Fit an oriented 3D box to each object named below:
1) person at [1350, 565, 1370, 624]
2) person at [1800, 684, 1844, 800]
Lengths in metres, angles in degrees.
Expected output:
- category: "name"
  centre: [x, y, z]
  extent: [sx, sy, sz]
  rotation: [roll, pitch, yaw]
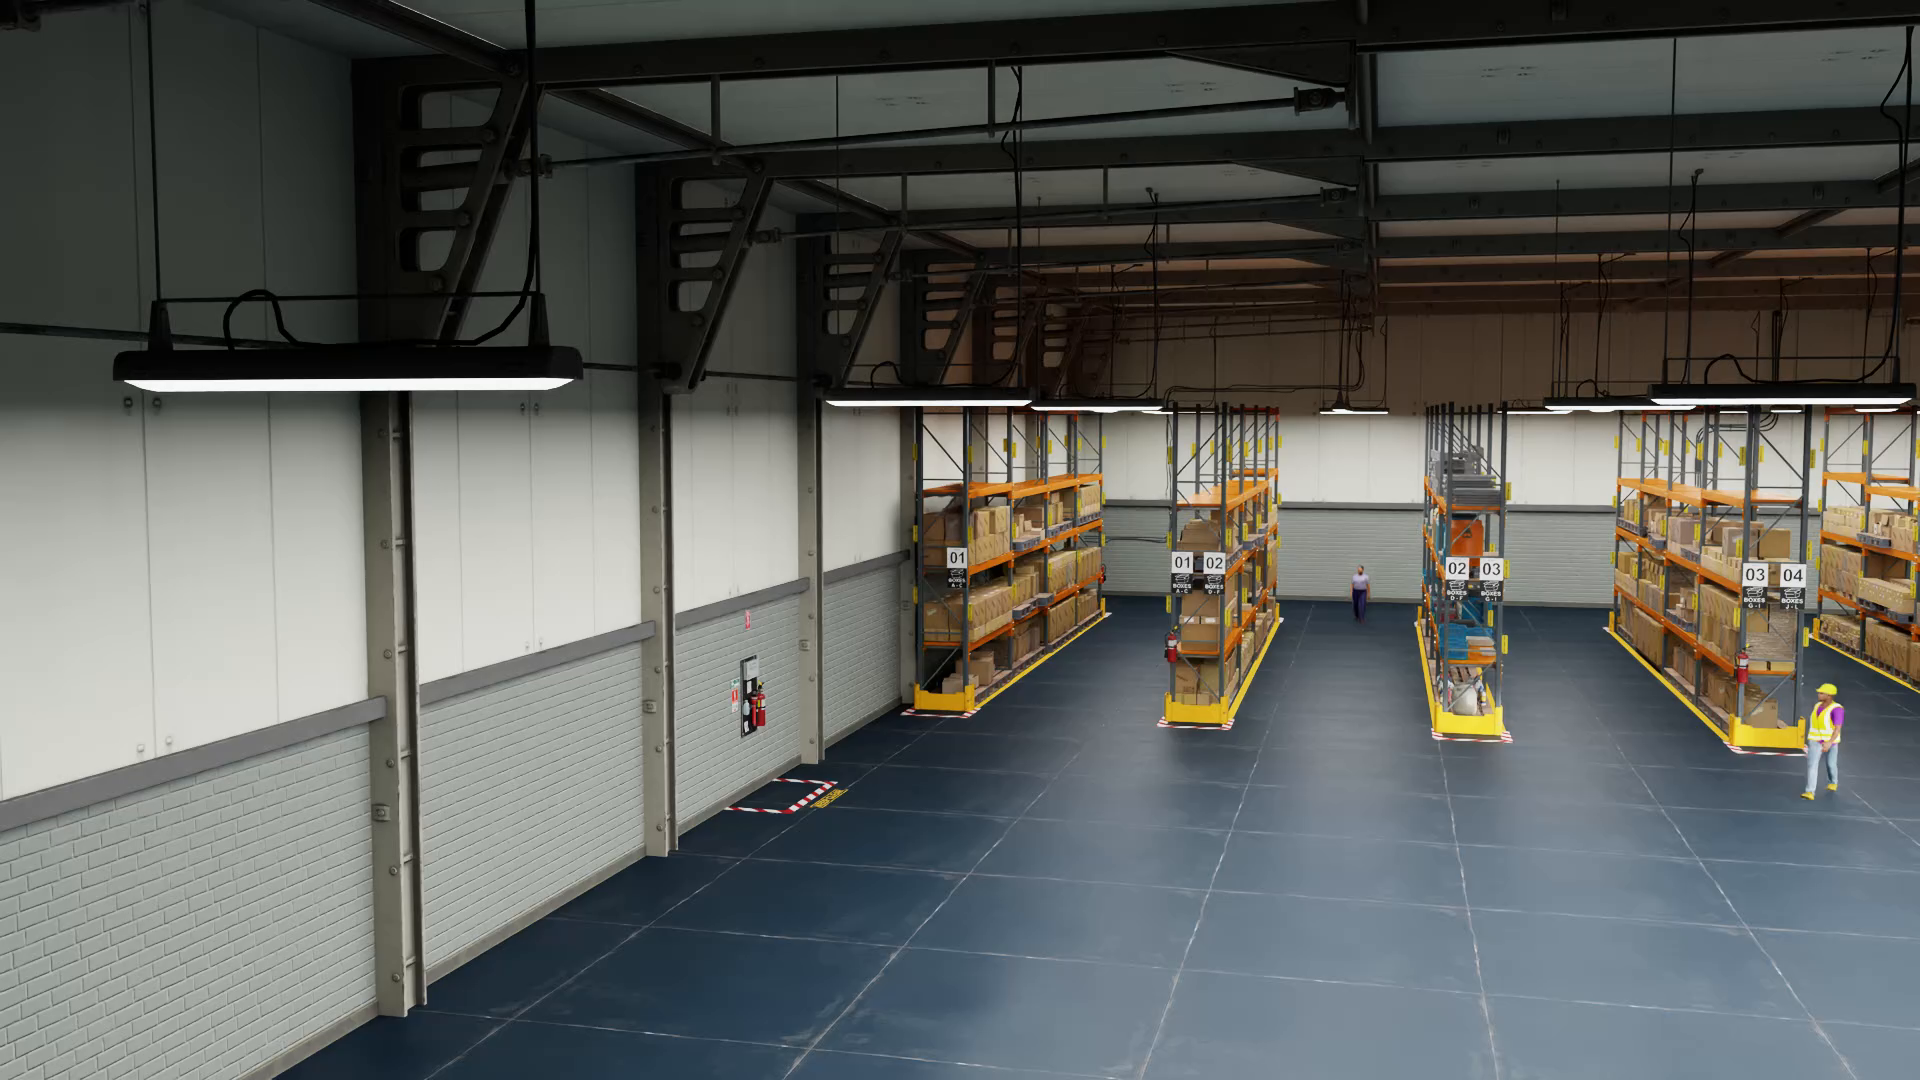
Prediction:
- category: "person"
  centre: [11.152, 1.499, 46.338]
  extent: [0.523, 1.602, 0.936]
  rotation: [1, 4, 19]
- category: "person"
  centre: [12.994, 3.021, 24.983]
  extent: [0.502, 1.726, 1.081]
  rotation: [3, 5, 34]
